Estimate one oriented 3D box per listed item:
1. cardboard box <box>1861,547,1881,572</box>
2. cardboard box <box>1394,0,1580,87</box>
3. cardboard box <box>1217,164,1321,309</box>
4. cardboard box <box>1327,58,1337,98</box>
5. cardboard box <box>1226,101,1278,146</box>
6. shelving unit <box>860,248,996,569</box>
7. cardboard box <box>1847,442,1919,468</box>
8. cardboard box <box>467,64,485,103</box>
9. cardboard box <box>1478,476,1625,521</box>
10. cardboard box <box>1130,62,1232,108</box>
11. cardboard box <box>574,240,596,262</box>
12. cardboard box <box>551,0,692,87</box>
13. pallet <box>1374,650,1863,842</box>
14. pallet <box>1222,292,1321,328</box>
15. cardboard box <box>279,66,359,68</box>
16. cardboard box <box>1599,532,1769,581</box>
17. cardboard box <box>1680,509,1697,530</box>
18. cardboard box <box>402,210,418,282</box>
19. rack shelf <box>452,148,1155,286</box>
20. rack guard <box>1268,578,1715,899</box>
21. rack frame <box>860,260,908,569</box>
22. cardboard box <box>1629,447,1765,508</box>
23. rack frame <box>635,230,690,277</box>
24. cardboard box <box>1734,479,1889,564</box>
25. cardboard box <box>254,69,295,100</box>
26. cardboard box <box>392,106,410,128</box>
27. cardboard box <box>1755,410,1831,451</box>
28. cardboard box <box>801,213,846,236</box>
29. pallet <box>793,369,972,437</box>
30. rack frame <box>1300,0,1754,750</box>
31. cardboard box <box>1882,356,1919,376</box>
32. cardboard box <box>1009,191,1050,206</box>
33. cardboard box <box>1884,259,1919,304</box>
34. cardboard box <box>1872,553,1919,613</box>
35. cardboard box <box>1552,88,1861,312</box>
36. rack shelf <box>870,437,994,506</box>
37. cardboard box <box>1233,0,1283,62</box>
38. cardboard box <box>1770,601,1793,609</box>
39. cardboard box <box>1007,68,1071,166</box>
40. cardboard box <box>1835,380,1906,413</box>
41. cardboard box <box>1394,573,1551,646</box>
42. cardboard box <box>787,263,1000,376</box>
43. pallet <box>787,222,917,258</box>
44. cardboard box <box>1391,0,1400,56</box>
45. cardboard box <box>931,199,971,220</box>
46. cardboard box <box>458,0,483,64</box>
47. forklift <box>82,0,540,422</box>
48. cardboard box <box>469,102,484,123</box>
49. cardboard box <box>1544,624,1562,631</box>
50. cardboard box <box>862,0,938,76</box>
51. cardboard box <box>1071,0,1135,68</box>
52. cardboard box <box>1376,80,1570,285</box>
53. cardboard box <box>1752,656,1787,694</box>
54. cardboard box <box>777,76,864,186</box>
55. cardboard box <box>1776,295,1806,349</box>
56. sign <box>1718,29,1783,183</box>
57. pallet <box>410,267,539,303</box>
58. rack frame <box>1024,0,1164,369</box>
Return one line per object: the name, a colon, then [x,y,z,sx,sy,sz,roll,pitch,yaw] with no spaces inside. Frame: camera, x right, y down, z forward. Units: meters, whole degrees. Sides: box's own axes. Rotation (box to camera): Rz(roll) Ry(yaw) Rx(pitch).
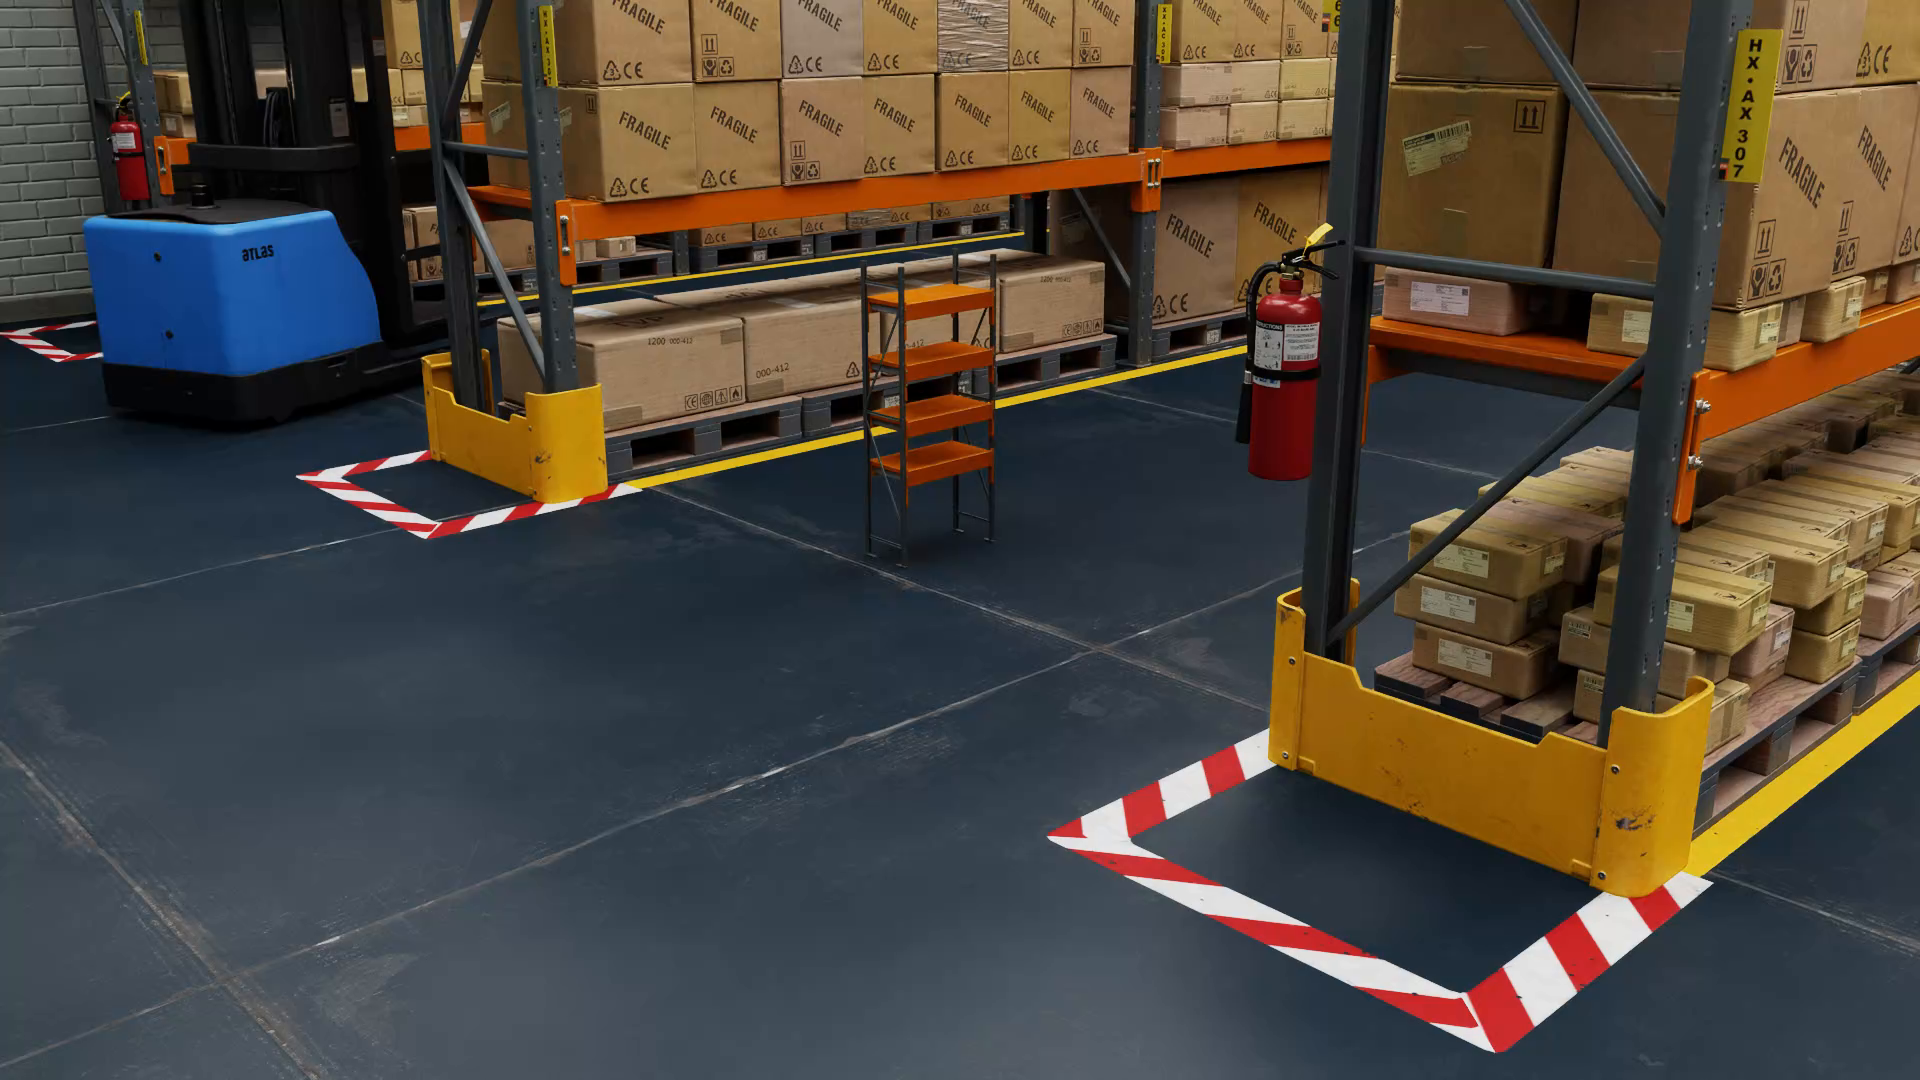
cardboard box: [2.834,0.005,5.566,0.250,0.149,0.380,-15,23,-38]
cardboard box: [1.526,-1.483,4.429,0.500,0.500,0.500,-17,24,-42]
cardboard box: [1.843,-2.132,11.462,0.875,0.875,0.875,-15,23,-39]
cardboard box: [2.421,-3.123,11.185,0.500,0.250,0.500,17,25,42]
cardboard box: [1.673,-2.674,10.610,0.500,0.250,0.500,-17,25,-42]
shelving unit: [-0.120,-0.536,6.691,0.503,1.200,0.258,-16,24,-41]
cardboard box: [3.294,-0.213,5.755,0.380,0.149,0.250,17,24,42]
cardboard box: [-3.544,-3.408,12.393,0.500,0.250,0.500,-16,24,-41]
cardboard box: [1.898,-0.085,5.359,0.250,0.149,0.380,-17,25,-42]
cardboard box: [1.310,-2.797,10.181,0.500,0.250,0.500,17,25,42]
cardboard box: [-3.079,-2.352,13.128,0.258,0.266,0.396,-15,23,-39]
cardboard box: [-1.565,-2.314,7.476,0.500,0.500,0.500,-17,25,-42]
pallet: [2.035,0.481,5.159,1.213,0.211,1.003,-16,24,-41]
pallet: [2.193,-1.715,11.931,1.213,0.211,1.003,-16,24,-41]
cardboard box: [-4.632,-3.305,12.075,0.500,0.250,0.500,-15,23,-39]
cardboard box: [2.097,0.088,4.827,0.250,0.149,0.380,-16,24,-40]
cardboard box: [2.296,-0.049,5.733,0.250,0.149,0.380,-16,24,-40]
cardboard box: [-4.365,-2.156,12.144,0.500,0.500,0.700,-15,23,-39]
rack shelf: [-0.656,-1.835,8.947,4.000,0.370,1.077,-16,24,-41]
rack guard: [1.420,0.508,4.608,0.348,0.500,1.175,-16,24,-41]
rack frame: [-0.298,-0.484,6.532,0.015,1.200,0.240,-16,24,-41]
cardboard box: [2.555,-0.226,5.794,0.380,0.149,0.250,17,25,42]
rack frame: [-2.616,-3.712,13.571,0.127,3.000,1.000,-16,24,-41]
cardboard box: [2.699,-0.065,5.297,0.250,0.149,0.380,-15,23,-39]
cardboard box: [-4.642,-3.078,11.374,0.500,0.250,0.500,-16,24,-40]
cardboard box: [-4.125,-3.015,11.829,0.380,0.149,0.250,17,25,42]
cardboard box: [3.073,-0.407,6.354,0.250,0.149,0.380,-16,24,-40]
cardboard box: [-1.364,-2.995,14.731,0.500,0.500,0.500,17,25,42]
pallet: [-0.696,-0.871,9.329,1.213,0.211,1.003,-16,24,-41]
rack frame: [1.365,-0.665,4.173,0.127,3.000,1.000,-16,24,-41]
cardboard box: [4.636,-0.737,7.766,0.500,0.500,0.500,-17,24,-42]
cardboard box: [0.753,-3.759,16.885,0.625,0.625,0.875,-15,23,-39]
cardboard box: [2.721,-0.833,5.097,0.250,0.149,0.380,-17,24,-42]
cardboard box: [3.080,0.121,5.690,0.250,0.149,0.380,-16,24,-41]
cardboard box: [1.881,-0.888,4.214,0.500,0.500,0.500,-15,23,-38]
rack shelf: [-0.120,-0.283,6.773,0.480,0.148,0.258,-16,24,-41]
cardboard box: [1.665,-3.267,10.414,0.500,0.500,0.500,-16,24,-41]
cardboard box: [2.277,0.179,5.028,0.250,0.149,0.380,-16,24,-40]
cardboard box: [0.265,-2.383,9.308,0.500,0.500,0.500,-17,25,-42]
cardboard box: [3.638,-0.568,6.850,0.250,0.149,0.380,-15,23,-38]
cardboard box: [1.552,0.174,5.044,0.250,0.149,0.380,-17,25,-42]
cardboard box: [-0.383,-1.283,9.552,0.875,0.438,0.875,17,25,42]
pallet: [-1.164,-2.827,15.360,1.213,0.211,1.003,-16,24,-41]
cardboard box: [2.775,-3.589,11.408,0.500,0.500,0.500,-16,24,-41]
cardboard box: [-0.240,-3.329,15.761,0.500,0.500,0.500,-17,24,-42]
cardboard box: [-3.881,-3.883,12.643,0.500,0.500,0.500,-17,25,-42]
forklift: [-3.603,-2.426,9.714,1.130,2.935,3.031,7,19,21]
cardboard box: [-3.661,-3.209,12.425,0.250,0.149,0.380,-16,24,-40]
cardboard box: [1.721,0.256,5.274,0.250,0.149,0.380,-15,23,-39]
cardboard box: [-0.464,-2.642,8.487,0.500,0.500,0.500,-16,24,-41]
cardboard box: [0.644,-2.962,9.474,0.500,0.500,0.500,-17,24,-41]
cardboard box: [1.514,-1.007,4.584,0.500,0.500,0.500,-16,24,-40]
cardboard box: [2.275,0.324,5.064,0.250,0.149,0.380,-16,24,-40]
cardboard box: [-0.833,-2.055,8.298,0.500,0.500,0.500,-16,24,-41]
cardboard box: [1.982,-0.604,4.392,0.250,0.149,0.380,-15,23,-39]
sign: [1.738,-0.956,3.665,0.005,0.325,0.100,-16,24,-41]
pallet: [-4.002,-1.981,12.752,1.213,0.211,1.003,-16,24,-41]
rack frame: [0.797,-2.601,10.143,0.127,3.000,1.000,-16,24,-41]
